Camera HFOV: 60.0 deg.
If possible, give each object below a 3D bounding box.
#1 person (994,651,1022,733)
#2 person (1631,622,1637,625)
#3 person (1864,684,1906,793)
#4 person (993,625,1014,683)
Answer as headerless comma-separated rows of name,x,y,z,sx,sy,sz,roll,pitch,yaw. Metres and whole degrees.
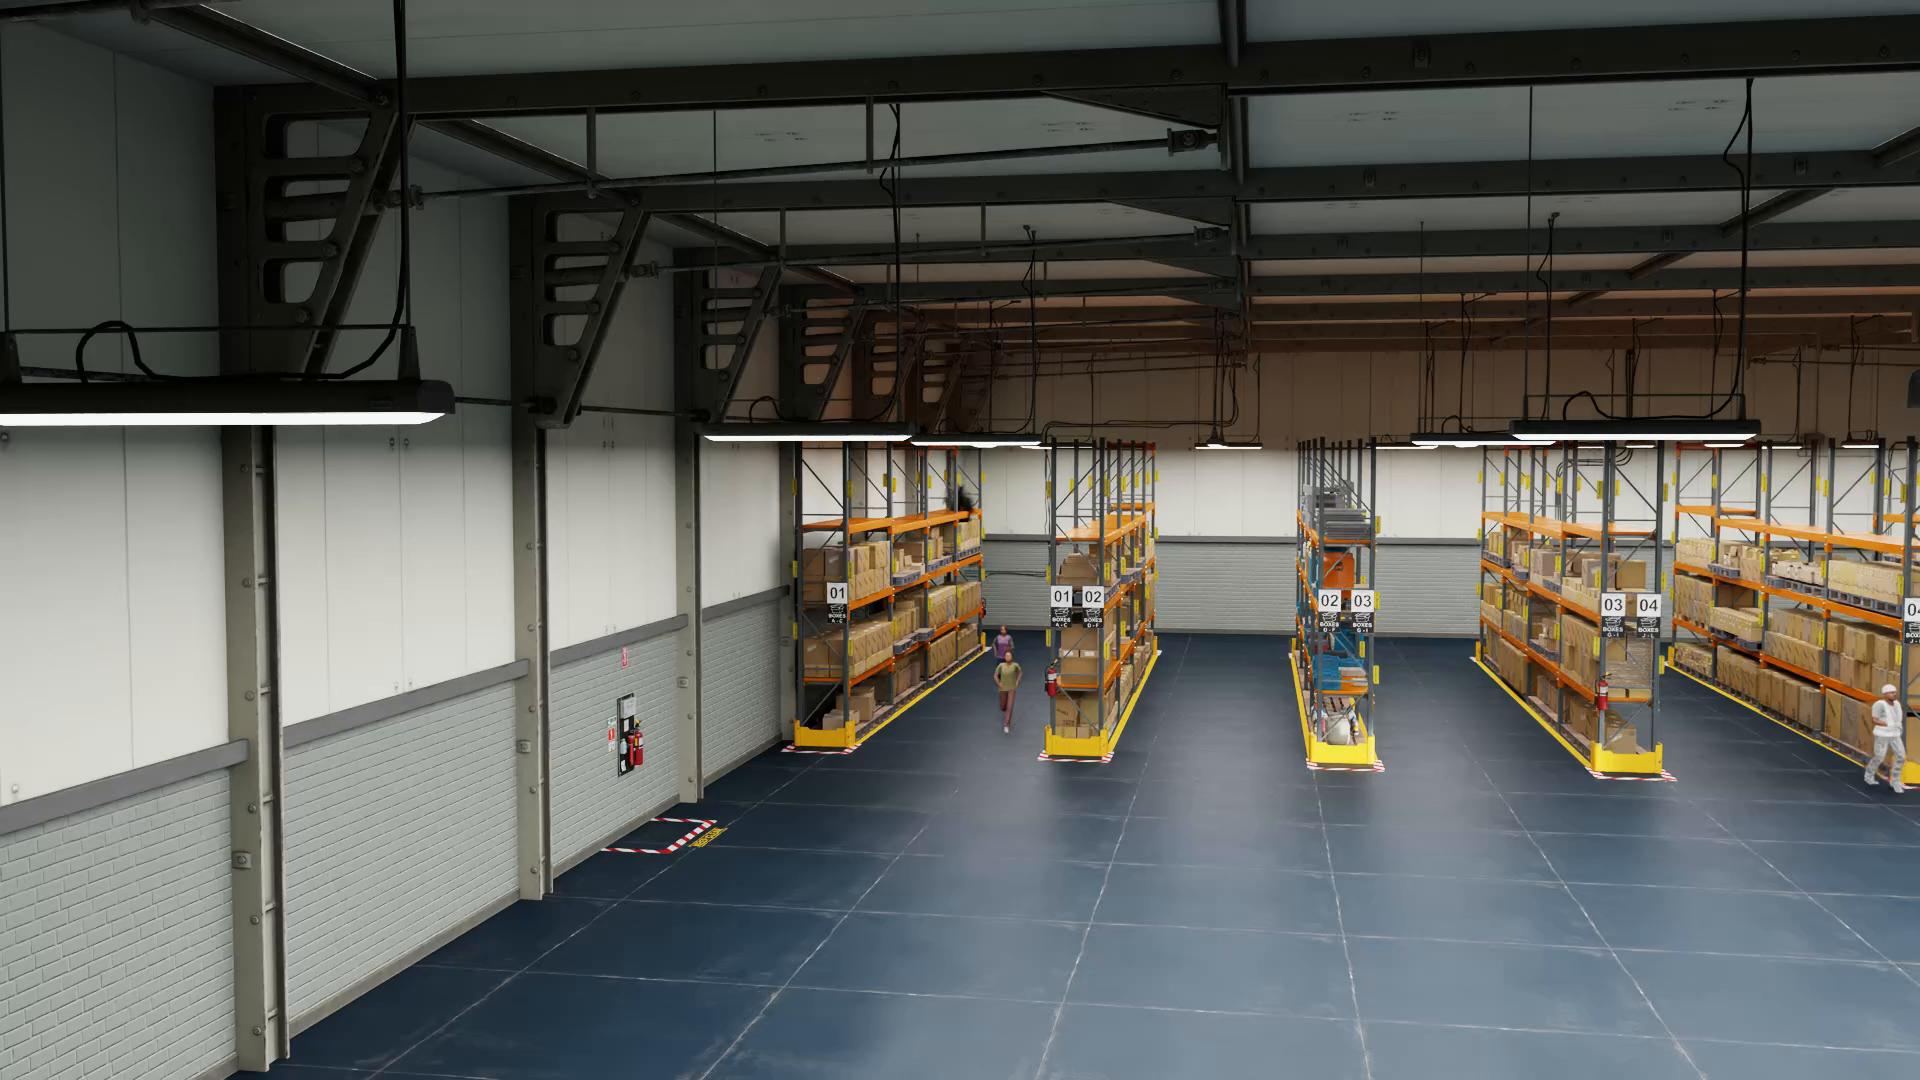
person,0.990,3.106,34.385,0.560,1.653,1.004,1,3,10
person,18.635,2.532,45.719,0.606,1.568,0.731,-1,3,-20
person,15.673,3.359,28.087,0.708,1.864,0.767,-1,3,-14
person,1.030,2.834,39.387,0.522,1.636,0.690,0,3,3
